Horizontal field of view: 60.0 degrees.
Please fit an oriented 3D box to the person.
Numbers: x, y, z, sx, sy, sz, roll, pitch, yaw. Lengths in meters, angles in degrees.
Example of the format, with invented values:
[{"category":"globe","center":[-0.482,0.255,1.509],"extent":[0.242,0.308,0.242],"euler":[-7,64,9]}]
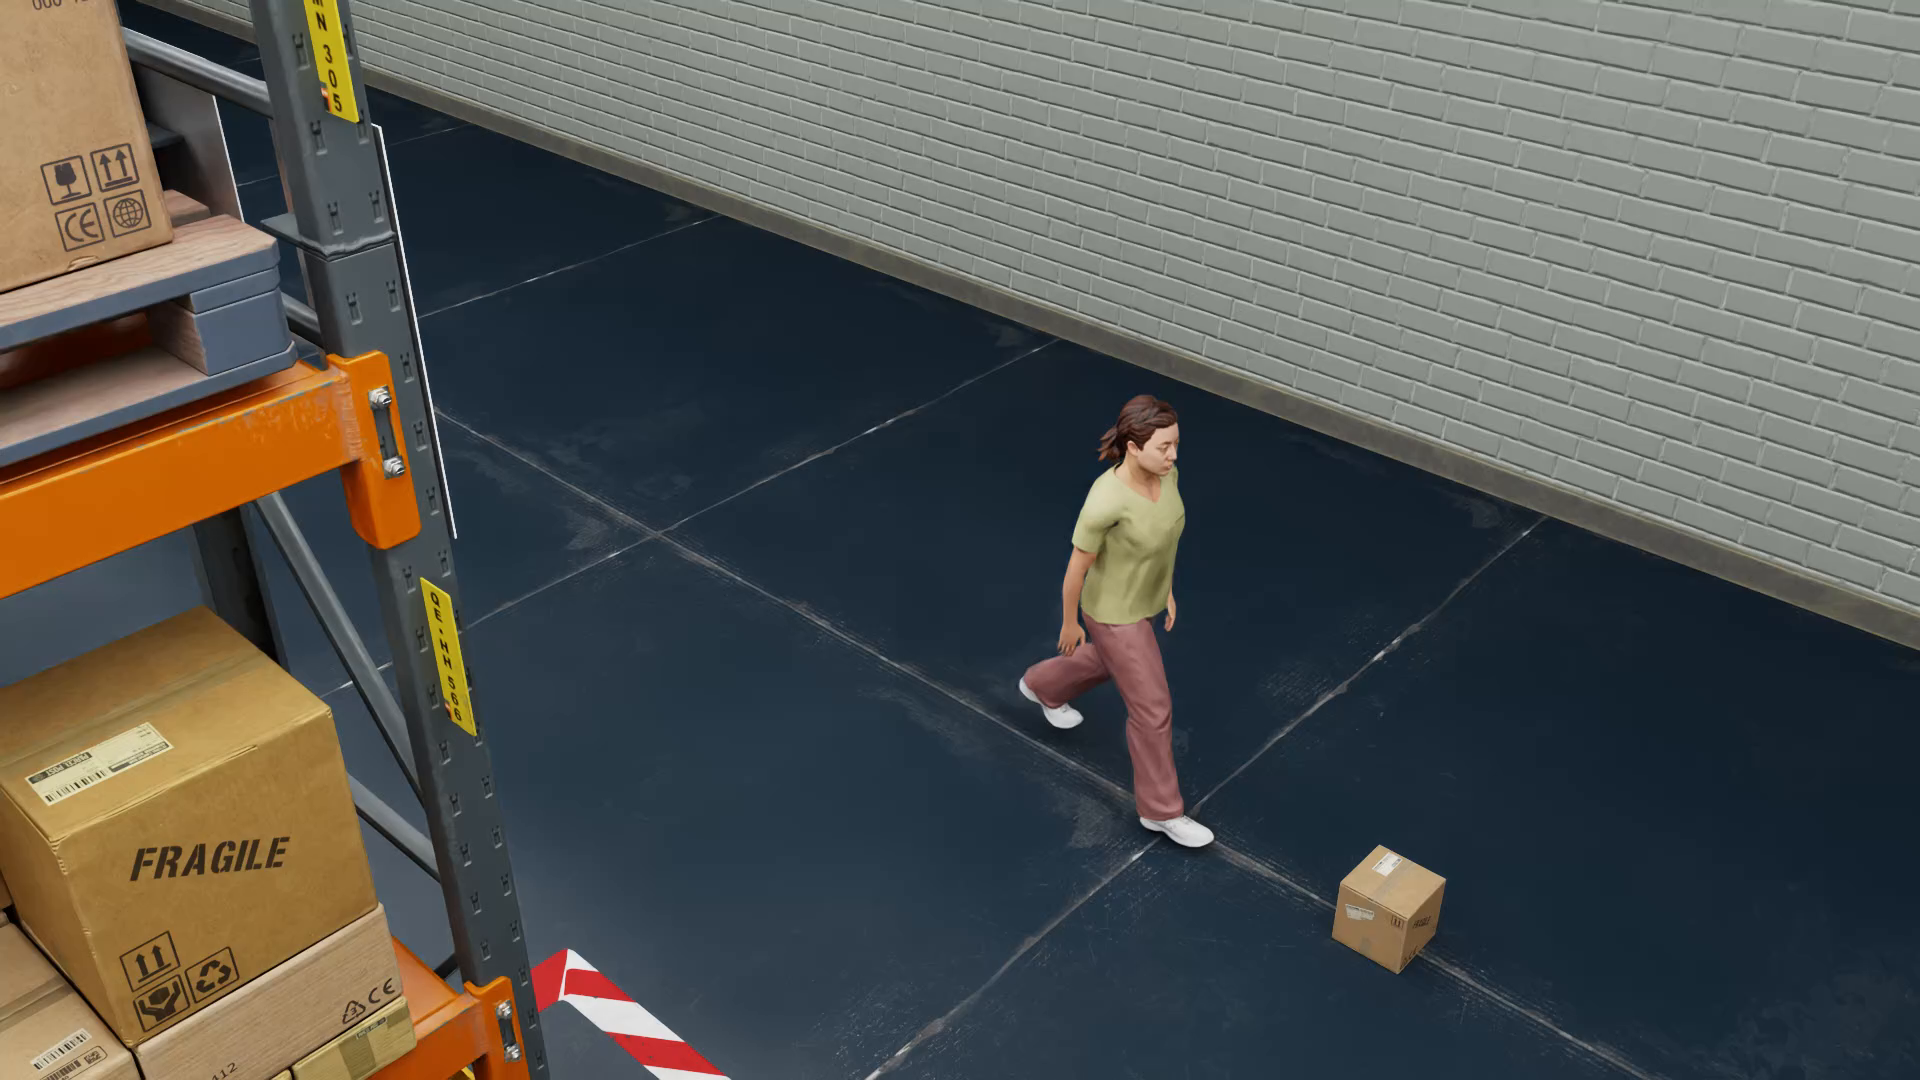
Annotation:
[{"category":"person","center":[0.549,0.214,5.800],"extent":[1.015,1.631,0.466],"euler":[23,38,32]}]
